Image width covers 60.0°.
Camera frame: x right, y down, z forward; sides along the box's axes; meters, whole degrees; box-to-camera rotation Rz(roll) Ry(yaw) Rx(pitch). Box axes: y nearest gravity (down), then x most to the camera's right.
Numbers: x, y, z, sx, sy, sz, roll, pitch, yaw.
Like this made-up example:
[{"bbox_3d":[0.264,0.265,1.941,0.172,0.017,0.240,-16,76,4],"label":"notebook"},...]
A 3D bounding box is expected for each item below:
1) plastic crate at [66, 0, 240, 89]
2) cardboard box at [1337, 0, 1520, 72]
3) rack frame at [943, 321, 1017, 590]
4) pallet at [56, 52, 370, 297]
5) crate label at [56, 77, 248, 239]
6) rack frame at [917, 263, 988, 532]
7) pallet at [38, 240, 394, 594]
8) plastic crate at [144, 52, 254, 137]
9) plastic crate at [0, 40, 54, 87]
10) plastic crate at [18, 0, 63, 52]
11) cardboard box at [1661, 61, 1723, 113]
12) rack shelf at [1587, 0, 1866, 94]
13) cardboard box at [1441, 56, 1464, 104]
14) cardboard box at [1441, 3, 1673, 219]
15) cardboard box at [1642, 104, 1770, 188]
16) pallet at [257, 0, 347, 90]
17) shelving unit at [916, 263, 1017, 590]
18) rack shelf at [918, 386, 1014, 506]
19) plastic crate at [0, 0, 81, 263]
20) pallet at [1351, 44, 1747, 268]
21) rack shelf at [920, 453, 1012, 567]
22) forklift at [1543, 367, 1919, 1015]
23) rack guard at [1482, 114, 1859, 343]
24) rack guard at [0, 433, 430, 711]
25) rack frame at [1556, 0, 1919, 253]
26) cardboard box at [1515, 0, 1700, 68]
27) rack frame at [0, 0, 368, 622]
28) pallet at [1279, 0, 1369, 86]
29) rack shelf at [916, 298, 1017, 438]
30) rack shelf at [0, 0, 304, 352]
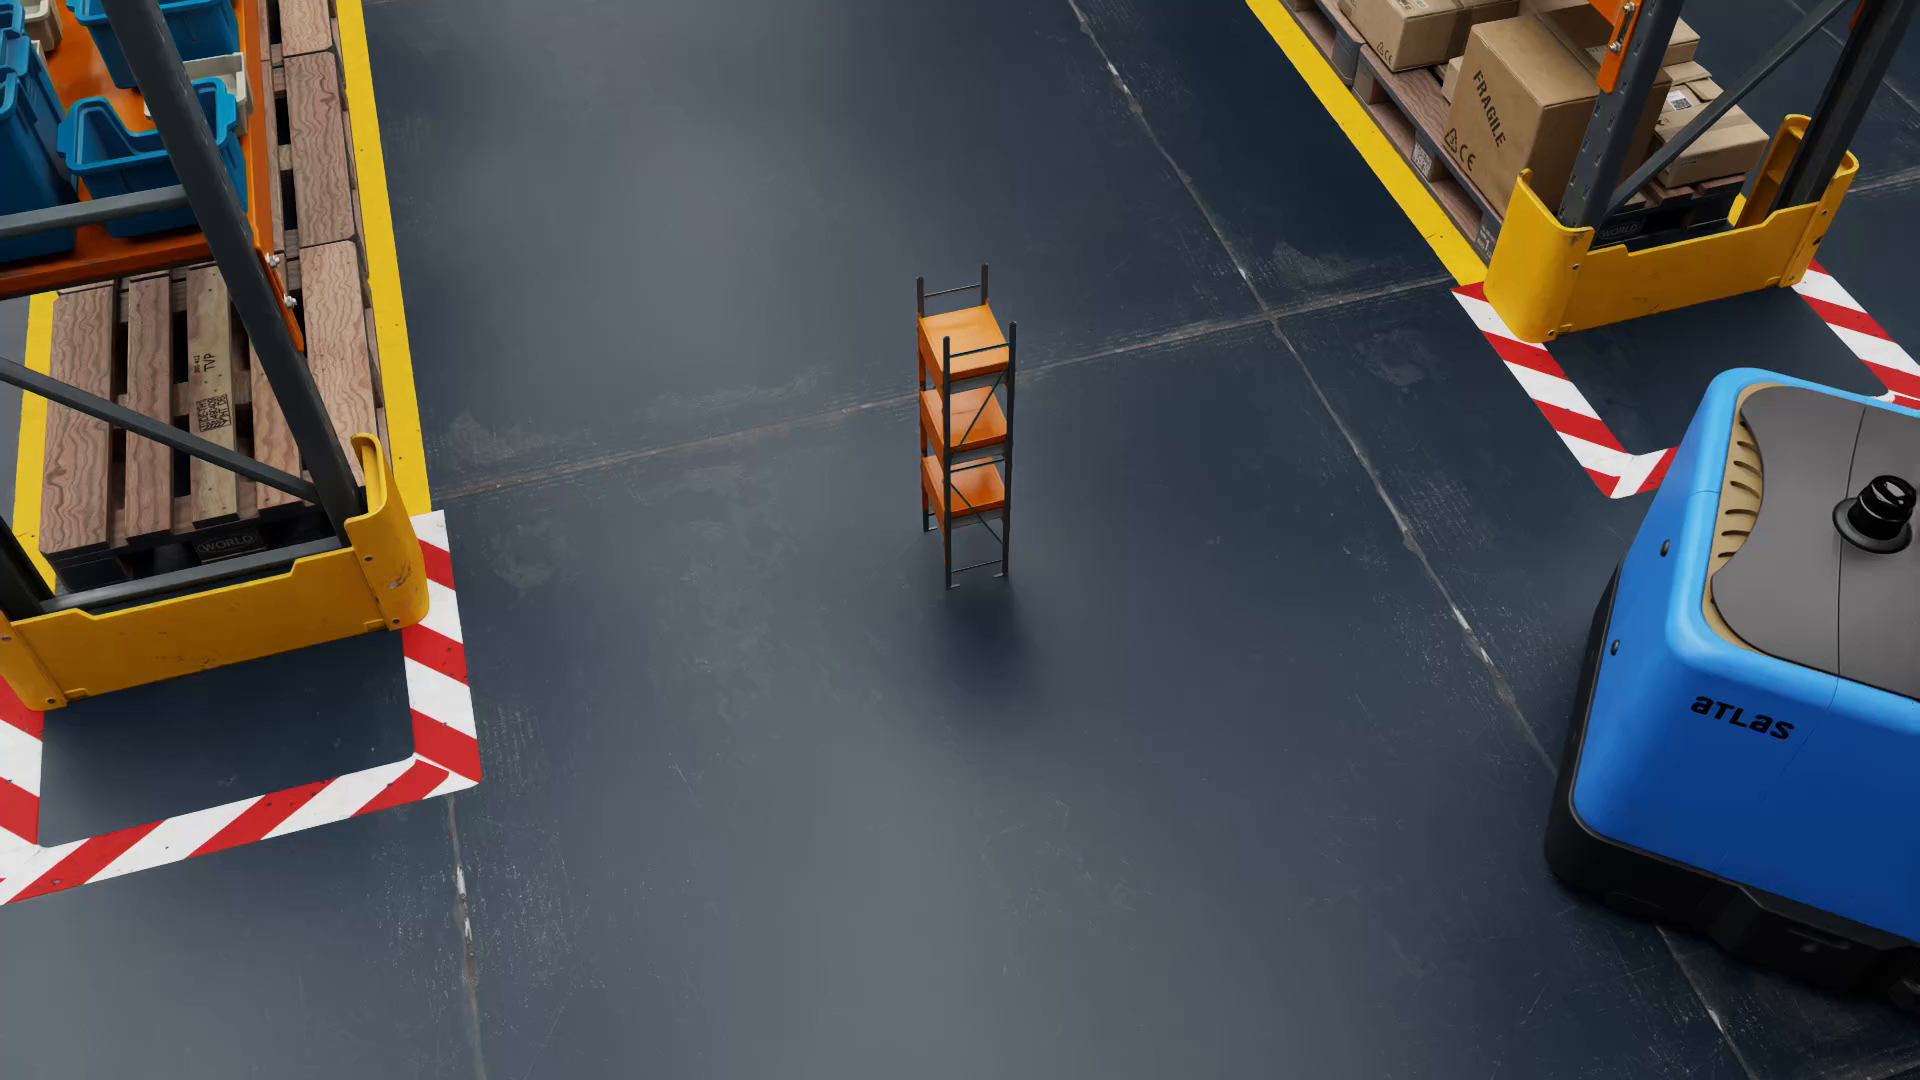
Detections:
[{"bbox_3d":[-2.185,-1.429,4.563,0.416,0.233,0.300,-13,51,-11],"label":"plastic crate"},{"bbox_3d":[1.853,-2.143,6.605,0.500,0.250,0.500,-13,51,-11],"label":"cardboard box"},{"bbox_3d":[0.052,-0.210,4.741,0.200,1.050,0.008,-13,51,-11],"label":"rack frame"},{"bbox_3d":[-2.795,-1.330,6.233,1.003,0.211,1.213,-13,51,-11],"label":"pallet"},{"bbox_3d":[-1.990,-0.948,4.158,0.416,0.233,0.303,-13,51,-11],"label":"crate label"},{"bbox_3d":[-0.020,-0.388,4.891,0.200,1.050,0.008,-13,51,-11],"label":"rack frame"},{"bbox_3d":[-2.438,-0.440,5.483,1.003,0.211,1.213,-13,51,-11],"label":"pallet"},{"bbox_3d":[-2.006,-1.170,4.408,0.250,0.136,0.298,-13,51,-11],"label":"plastic crate"},{"bbox_3d":[-2.645,-1.217,4.447,0.396,0.136,0.243,-13,51,-11],"label":"plastic crate"},{"bbox_3d":[-2.717,-1.432,4.629,0.396,0.136,0.243,-13,51,-11],"label":"plastic crate"},{"bbox_3d":[2.632,-1.640,6.236,0.380,0.166,0.250,-13,51,-11],"label":"cardboard box"},{"bbox_3d":[1.910,-3.074,6.350,1.077,0.370,4.000,-13,51,-11],"label":"rack shelf"},{"bbox_3d":[2.072,-1.731,6.313,0.380,0.166,0.250,-13,51,-11],"label":"cardboard box"},{"bbox_3d":[2.105,-1.523,5.919,0.500,0.500,0.500,-13,51,-11],"label":"cardboard box"},{"bbox_3d":[2.706,-1.452,6.089,0.380,0.149,0.250,-13,51,-11],"label":"cardboard box"},{"bbox_3d":[-3.160,-2.222,6.986,1.003,0.211,1.213,-13,51,-11],"label":"pallet"},{"bbox_3d":[0.016,-0.299,4.816,0.215,1.050,0.252,-13,51,-11],"label":"shelving unit"},{"bbox_3d":[0.016,-0.292,4.824,0.215,0.259,0.240,-13,51,-11],"label":"rack shelf"},{"bbox_3d":[-2.509,-0.961,4.036,0.616,0.435,0.499,-13,51,-11],"label":"plastic crate"},{"bbox_3d":[2.242,-1.584,6.447,1.003,0.211,1.213,-13,51,-11],"label":"pallet"},{"bbox_3d":[0.016,-0.113,5.036,0.215,0.259,0.240,-13,51,-11],"label":"rack shelf"},{"bbox_3d":[3.129,0.067,3.276,3.031,2.935,1.130,18,52,15],"label":"forklift"},{"bbox_3d":[2.479,-1.095,5.846,1.175,0.500,0.348,-13,51,-11],"label":"rack guard"},{"bbox_3d":[-2.212,0.092,4.845,1.175,0.500,0.348,-13,51,-11],"label":"rack guard"},{"bbox_3d":[2.502,-1.845,4.844,1.000,3.000,0.127,-13,51,-11],"label":"rack frame"},{"bbox_3d":[2.464,-1.927,6.424,0.500,0.250,0.500,-13,51,-11],"label":"cardboard box"},{"bbox_3d":[-2.231,-0.728,3.902,1.000,3.000,0.127,-13,51,-11],"label":"rack frame"},{"bbox_3d":[1.885,-2.473,7.197,1.003,0.211,1.213,-13,51,-11],"label":"pallet"},{"bbox_3d":[0.016,-0.475,4.607,0.215,0.259,0.240,-13,51,-11],"label":"rack shelf"},{"bbox_3d":[-2.823,-1.957,5.408,1.077,0.370,4.000,-13,51,-11],"label":"rack shelf"}]
